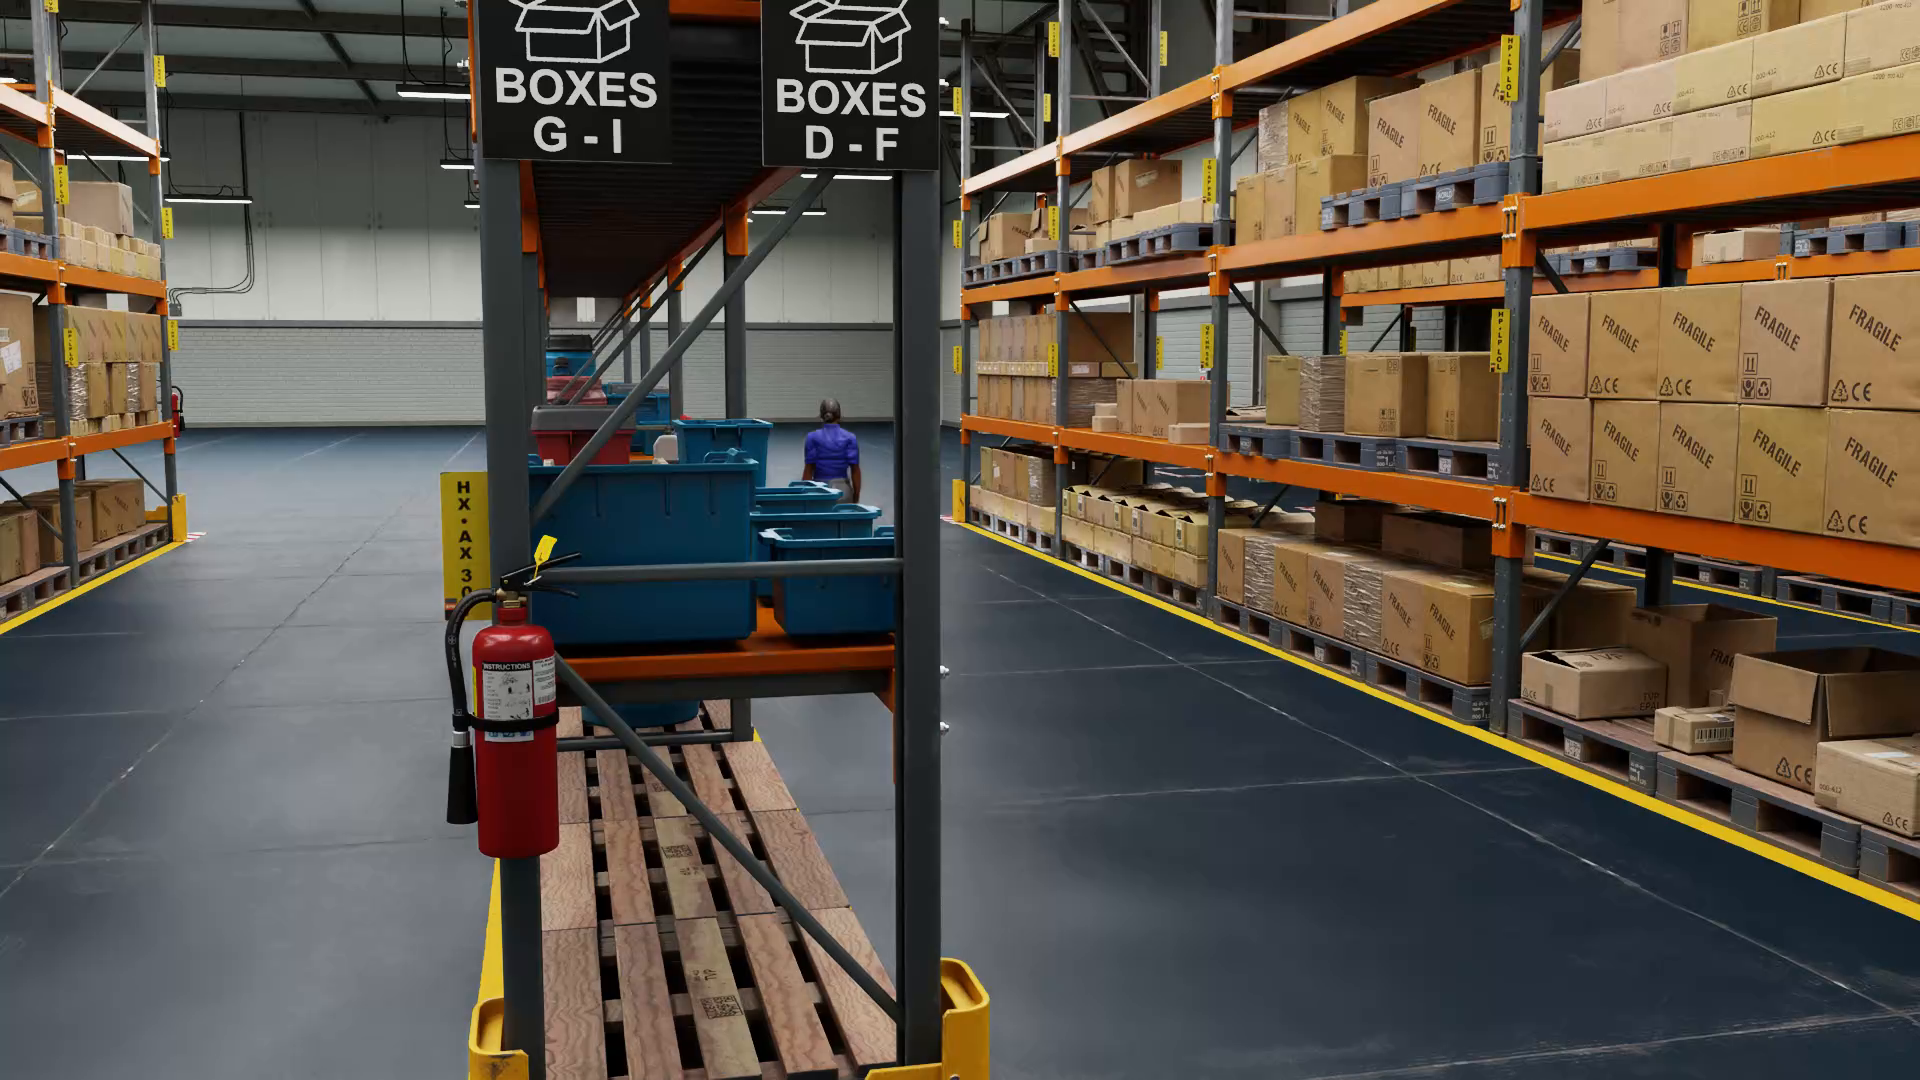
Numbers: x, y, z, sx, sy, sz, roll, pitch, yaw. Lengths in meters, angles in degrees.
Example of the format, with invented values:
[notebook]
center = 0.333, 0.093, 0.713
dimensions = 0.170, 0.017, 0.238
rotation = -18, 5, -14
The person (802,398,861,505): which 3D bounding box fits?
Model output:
[person]
center = -1.040, -0.303, 13.388
dimensions = 0.486, 1.685, 0.469
rotation = 0, 6, -4
